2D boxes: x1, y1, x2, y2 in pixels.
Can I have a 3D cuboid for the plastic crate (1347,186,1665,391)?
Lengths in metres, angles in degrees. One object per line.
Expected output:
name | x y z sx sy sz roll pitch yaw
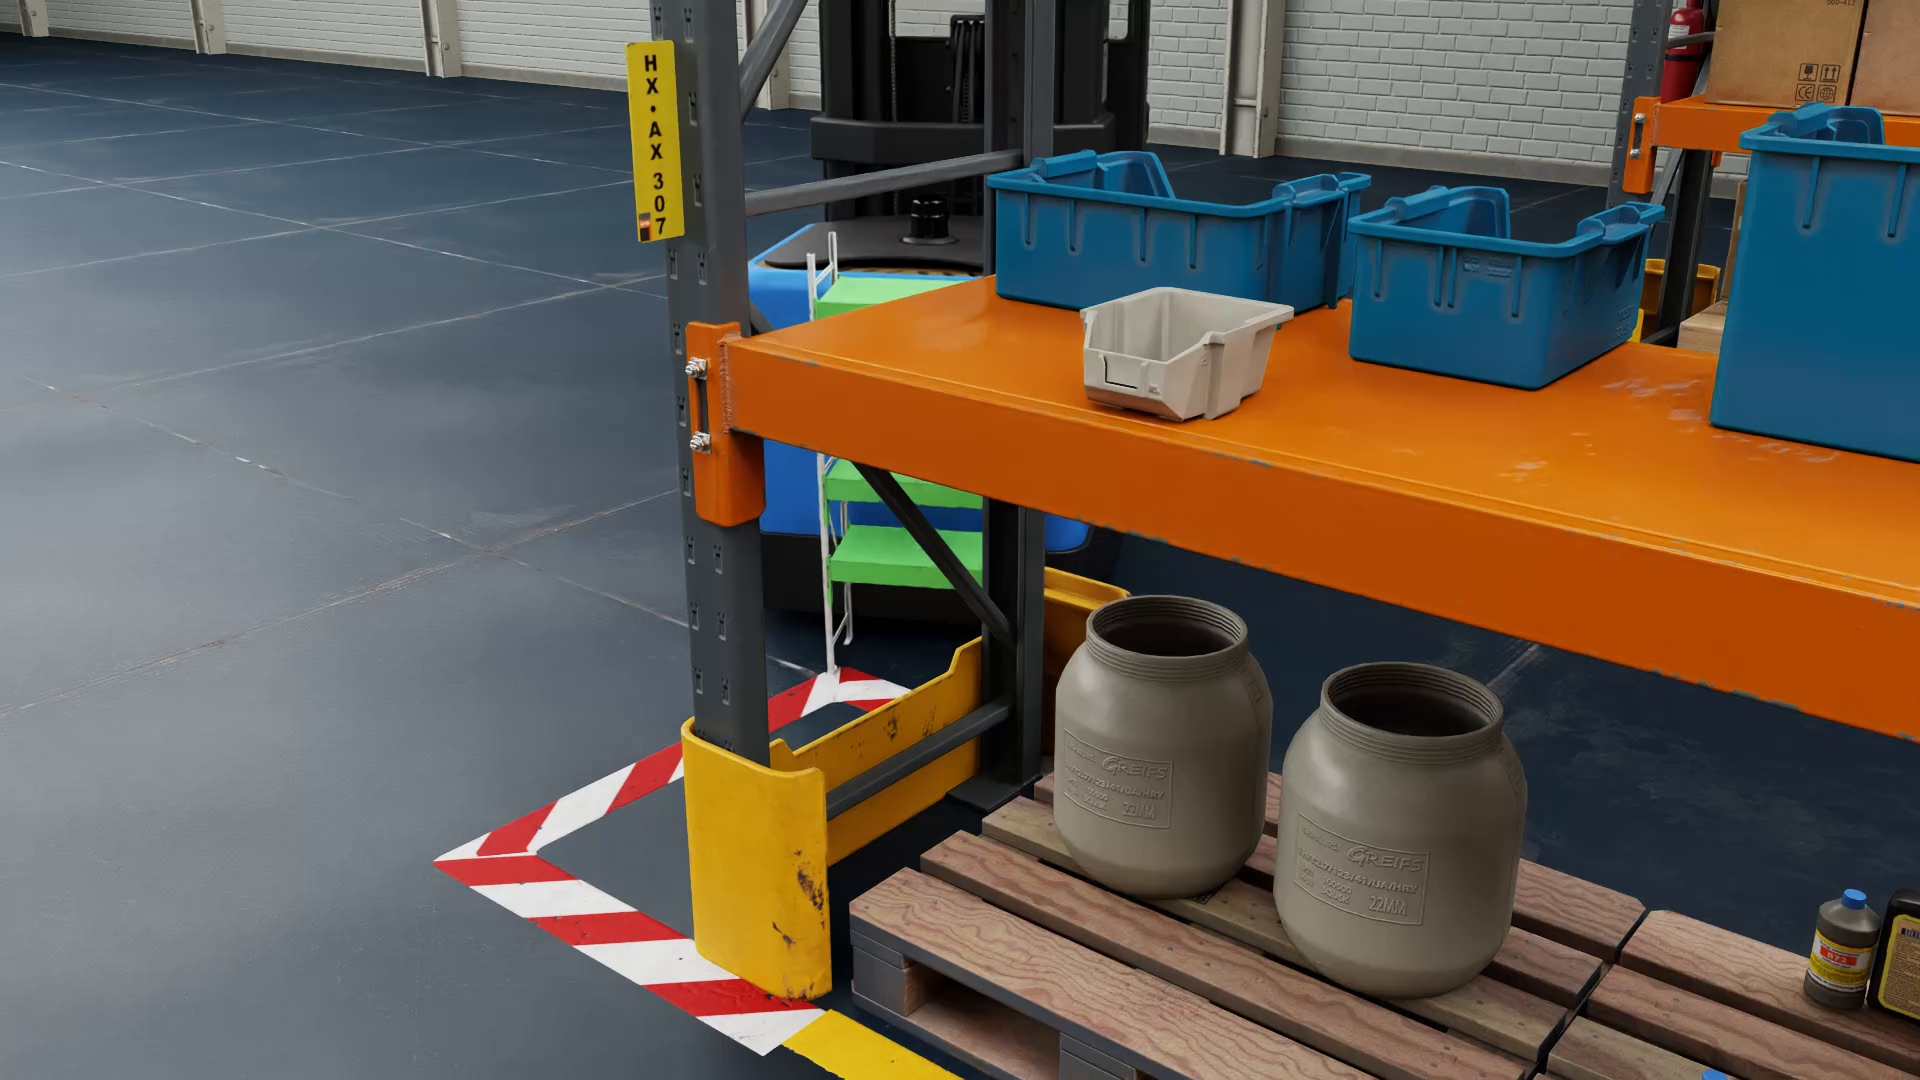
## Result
plastic crate | 0.915 -0.444 2.805 0.408 0.251 0.499 16 26 36

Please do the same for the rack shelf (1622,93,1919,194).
rack shelf | 4.523 -1.260 5.779 4.000 0.370 1.077 16 26 36

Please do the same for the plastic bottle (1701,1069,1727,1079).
plastic bottle | 1.046 0.871 2.352 0.097 0.271 0.097 0 21 0

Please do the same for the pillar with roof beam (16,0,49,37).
pillar with roof beam | -18.772 -11.802 24.211 0.400 9.000 9.100 16 26 36

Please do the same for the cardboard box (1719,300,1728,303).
cardboard box | 3.576 -0.914 7.143 0.500 0.250 0.500 16 26 36

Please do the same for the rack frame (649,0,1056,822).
rack frame | -0.161 -0.690 3.246 0.127 3.000 1.000 16 26 36

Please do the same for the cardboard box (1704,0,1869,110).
cardboard box | 3.327 -1.982 6.532 0.500 0.500 0.700 16 26 36

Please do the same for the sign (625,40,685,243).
sign | -0.512 -0.670 2.801 0.005 0.325 0.100 16 26 36

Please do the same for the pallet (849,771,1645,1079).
pallet | 0.553 0.802 3.243 1.213 0.211 1.003 16 26 36

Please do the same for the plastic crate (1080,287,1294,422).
plastic crate | 0.329 -0.279 2.530 0.250 0.136 0.298 16 26 36

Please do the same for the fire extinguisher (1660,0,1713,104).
fire extinguisher | 3.176 -2.160 7.255 0.183 0.674 0.296 16 26 36

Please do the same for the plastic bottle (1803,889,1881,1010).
plastic bottle | 1.539 0.704 2.894 0.097 0.201 0.097 0 21 0

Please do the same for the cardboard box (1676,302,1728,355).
cardboard box | 3.248 -0.773 6.767 0.500 0.250 0.500 16 26 36

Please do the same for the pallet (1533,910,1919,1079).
pallet | 1.494 1.074 2.521 1.213 0.211 1.003 16 26 36

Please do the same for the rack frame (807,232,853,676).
rack frame | -0.348 -0.215 4.515 0.015 1.200 0.240 4 25 10

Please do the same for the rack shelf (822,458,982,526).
rack shelf | -0.108 -0.141 4.501 0.480 0.148 0.258 4 25 10

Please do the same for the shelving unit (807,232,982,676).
shelving unit | -0.108 -0.200 4.474 0.503 1.200 0.258 4 25 10

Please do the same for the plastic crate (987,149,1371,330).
plastic crate | 0.416 -0.590 3.193 0.616 0.251 0.499 16 26 36

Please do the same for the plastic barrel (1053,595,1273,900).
plastic barrel | 0.397 0.404 3.277 0.421 0.512 0.421 0 21 0

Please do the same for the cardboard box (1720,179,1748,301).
cardboard box | 3.577 -1.266 7.012 0.500 0.500 0.500 16 26 36

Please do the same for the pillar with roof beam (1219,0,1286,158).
pillar with roof beam | -0.178 -6.447 10.011 0.400 9.000 9.100 16 26 36

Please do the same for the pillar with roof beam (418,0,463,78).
pillar with roof beam | -9.475 -9.124 17.111 0.400 9.000 9.100 16 26 36

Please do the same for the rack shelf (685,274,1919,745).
rack shelf | 1.388 0.093 2.190 4.000 0.370 1.077 16 26 36

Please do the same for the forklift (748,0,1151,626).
forklift | 0.123 -1.596 5.745 1.130 2.935 3.031 4 21 10

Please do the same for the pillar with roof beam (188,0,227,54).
pillar with roof beam | -14.123 -10.463 20.661 0.400 9.000 9.100 16 26 36

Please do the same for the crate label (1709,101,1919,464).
crate label | 1.436 -0.370 2.347 0.616 0.435 0.502 16 26 36

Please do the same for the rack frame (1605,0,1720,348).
rack frame | 2.974 -2.043 6.835 0.127 3.000 1.000 16 26 36

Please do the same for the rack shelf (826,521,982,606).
rack shelf | -0.105 0.077 4.599 0.480 0.148 0.258 4 25 10

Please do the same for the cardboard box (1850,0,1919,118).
cardboard box | 3.737 -1.866 6.225 0.500 0.500 0.700 17 26 38

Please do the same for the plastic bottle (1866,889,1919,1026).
plastic bottle | 1.641 0.686 2.823 0.133 0.283 0.061 17 26 38

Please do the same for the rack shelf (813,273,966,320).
rack shelf | -0.113 -0.579 4.303 0.480 0.148 0.258 4 25 10

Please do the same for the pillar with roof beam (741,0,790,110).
pillar with roof beam | -4.827 -7.786 13.561 0.400 9.000 9.100 16 26 36

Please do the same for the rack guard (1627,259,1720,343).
rack guard | 2.955 -0.879 7.290 0.348 0.500 1.175 16 26 36

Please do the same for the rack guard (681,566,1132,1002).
rack guard | -0.073 0.484 3.677 0.348 0.500 1.175 16 26 36

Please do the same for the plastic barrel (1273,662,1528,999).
plastic barrel | 0.785 0.515 2.981 0.421 0.512 0.421 0 21 0
